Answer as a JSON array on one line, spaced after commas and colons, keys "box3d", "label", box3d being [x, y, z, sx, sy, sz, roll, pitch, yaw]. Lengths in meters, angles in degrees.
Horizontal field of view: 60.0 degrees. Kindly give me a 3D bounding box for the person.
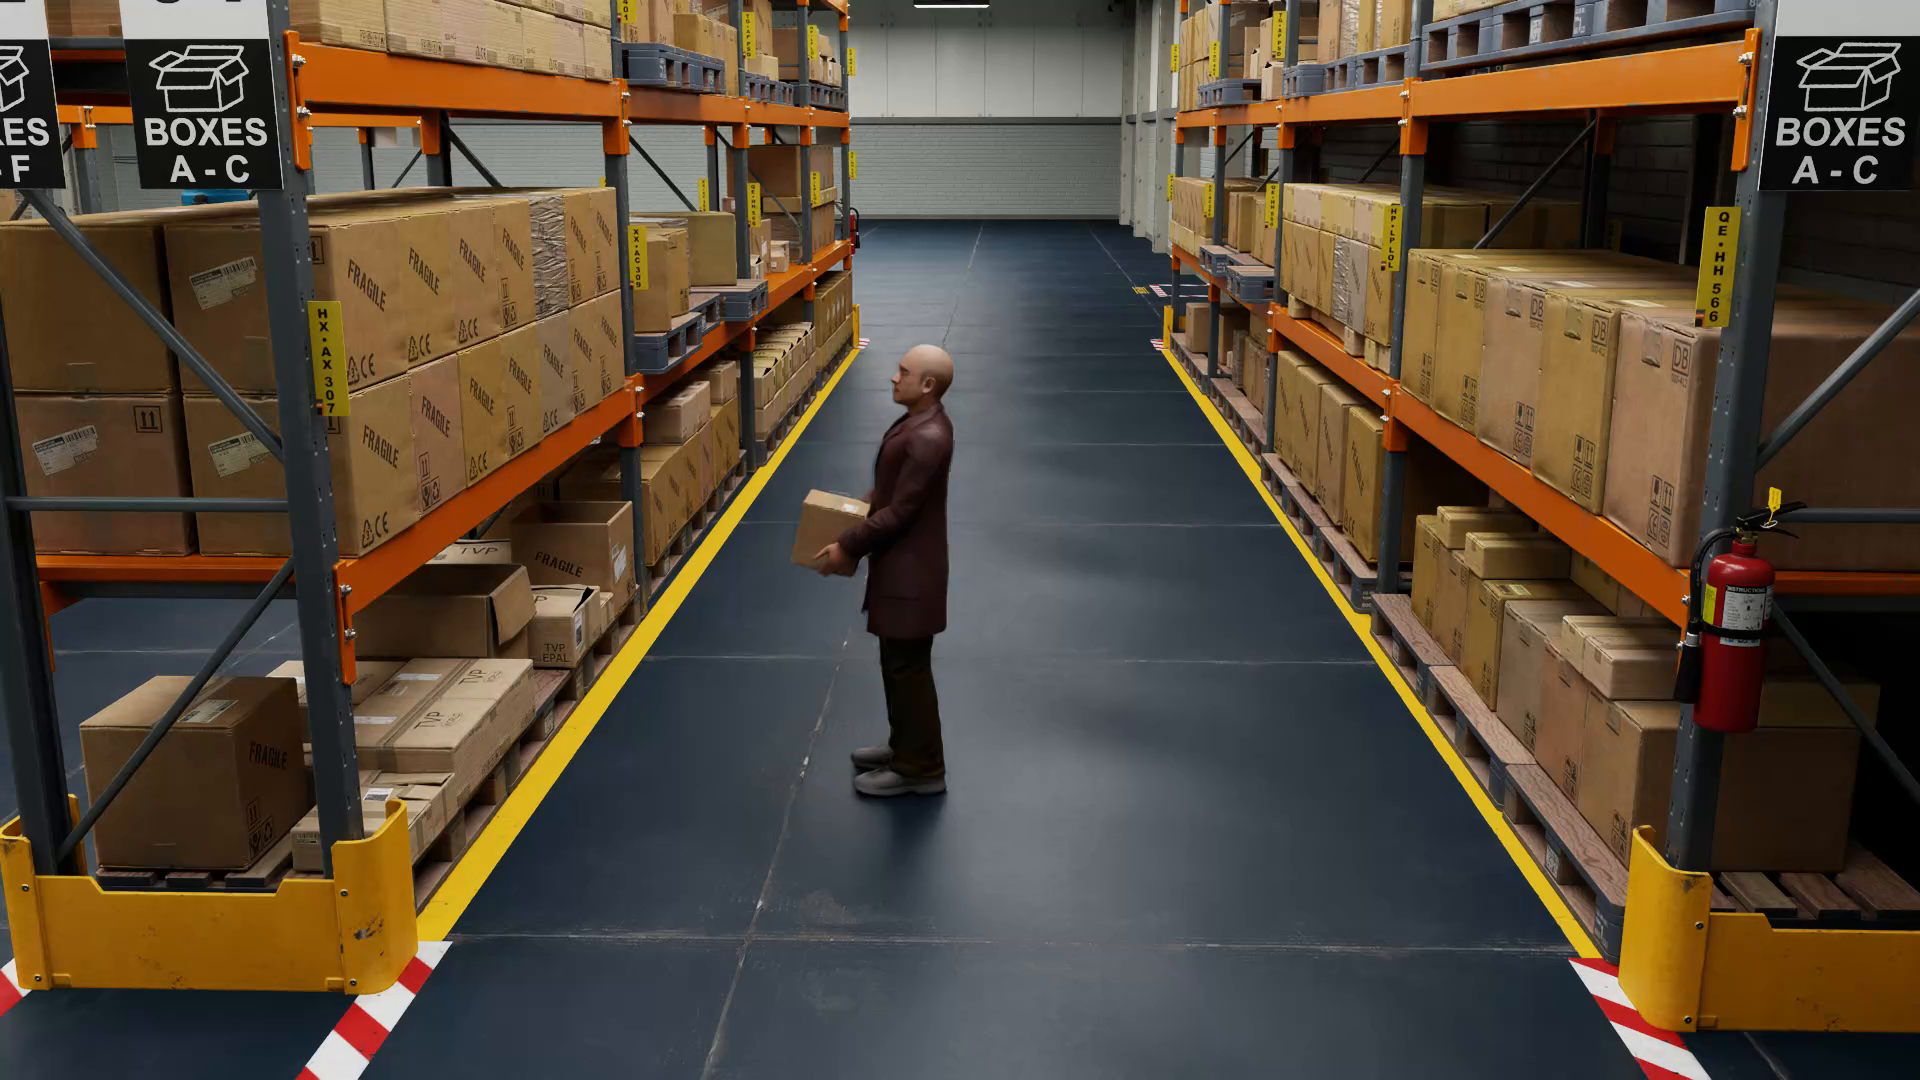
[{"box3d": [-0.297, 0.121, 6.522, 0.553, 1.778, 0.541, -1, 14, -4], "label": "person"}]
